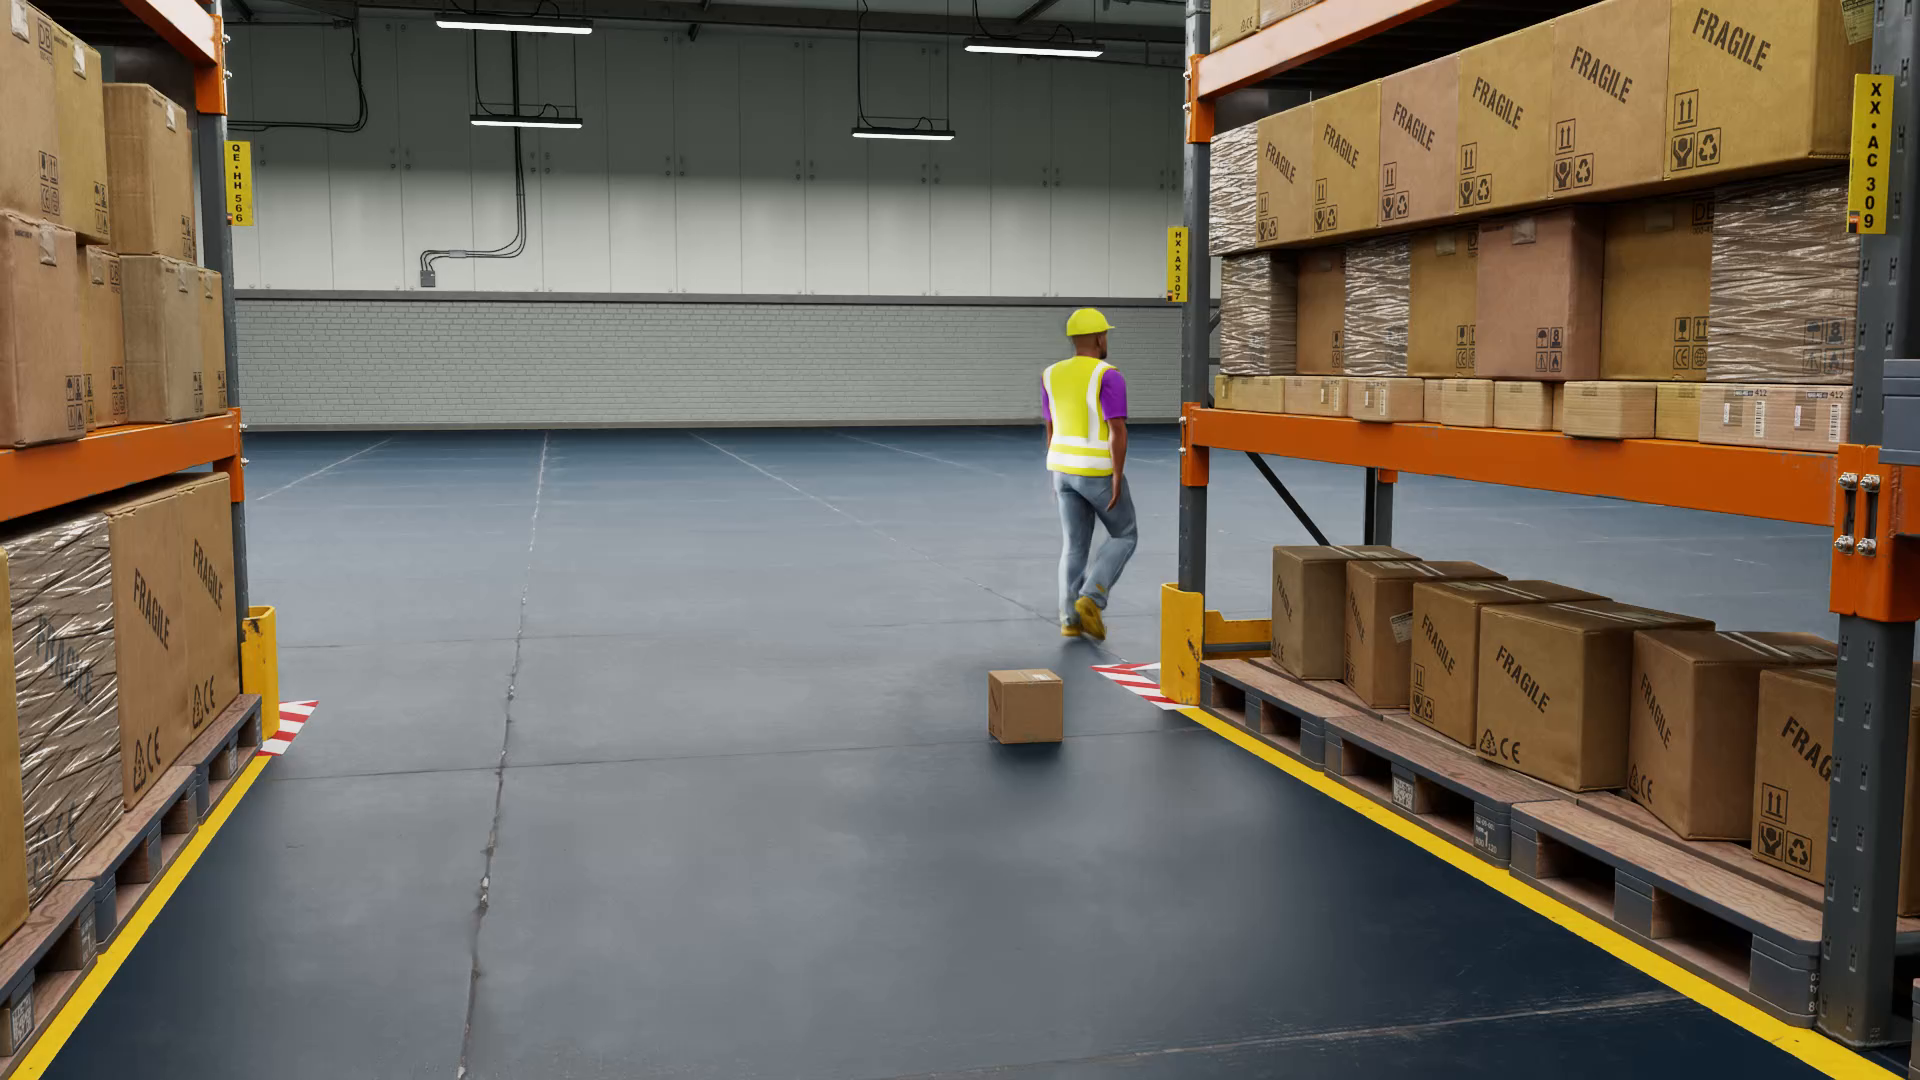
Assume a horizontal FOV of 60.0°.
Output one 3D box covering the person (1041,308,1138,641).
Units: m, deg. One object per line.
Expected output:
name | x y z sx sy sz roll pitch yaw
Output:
person | 0.713 -0.348 8.963 0.593 1.785 0.453 5 8 41
